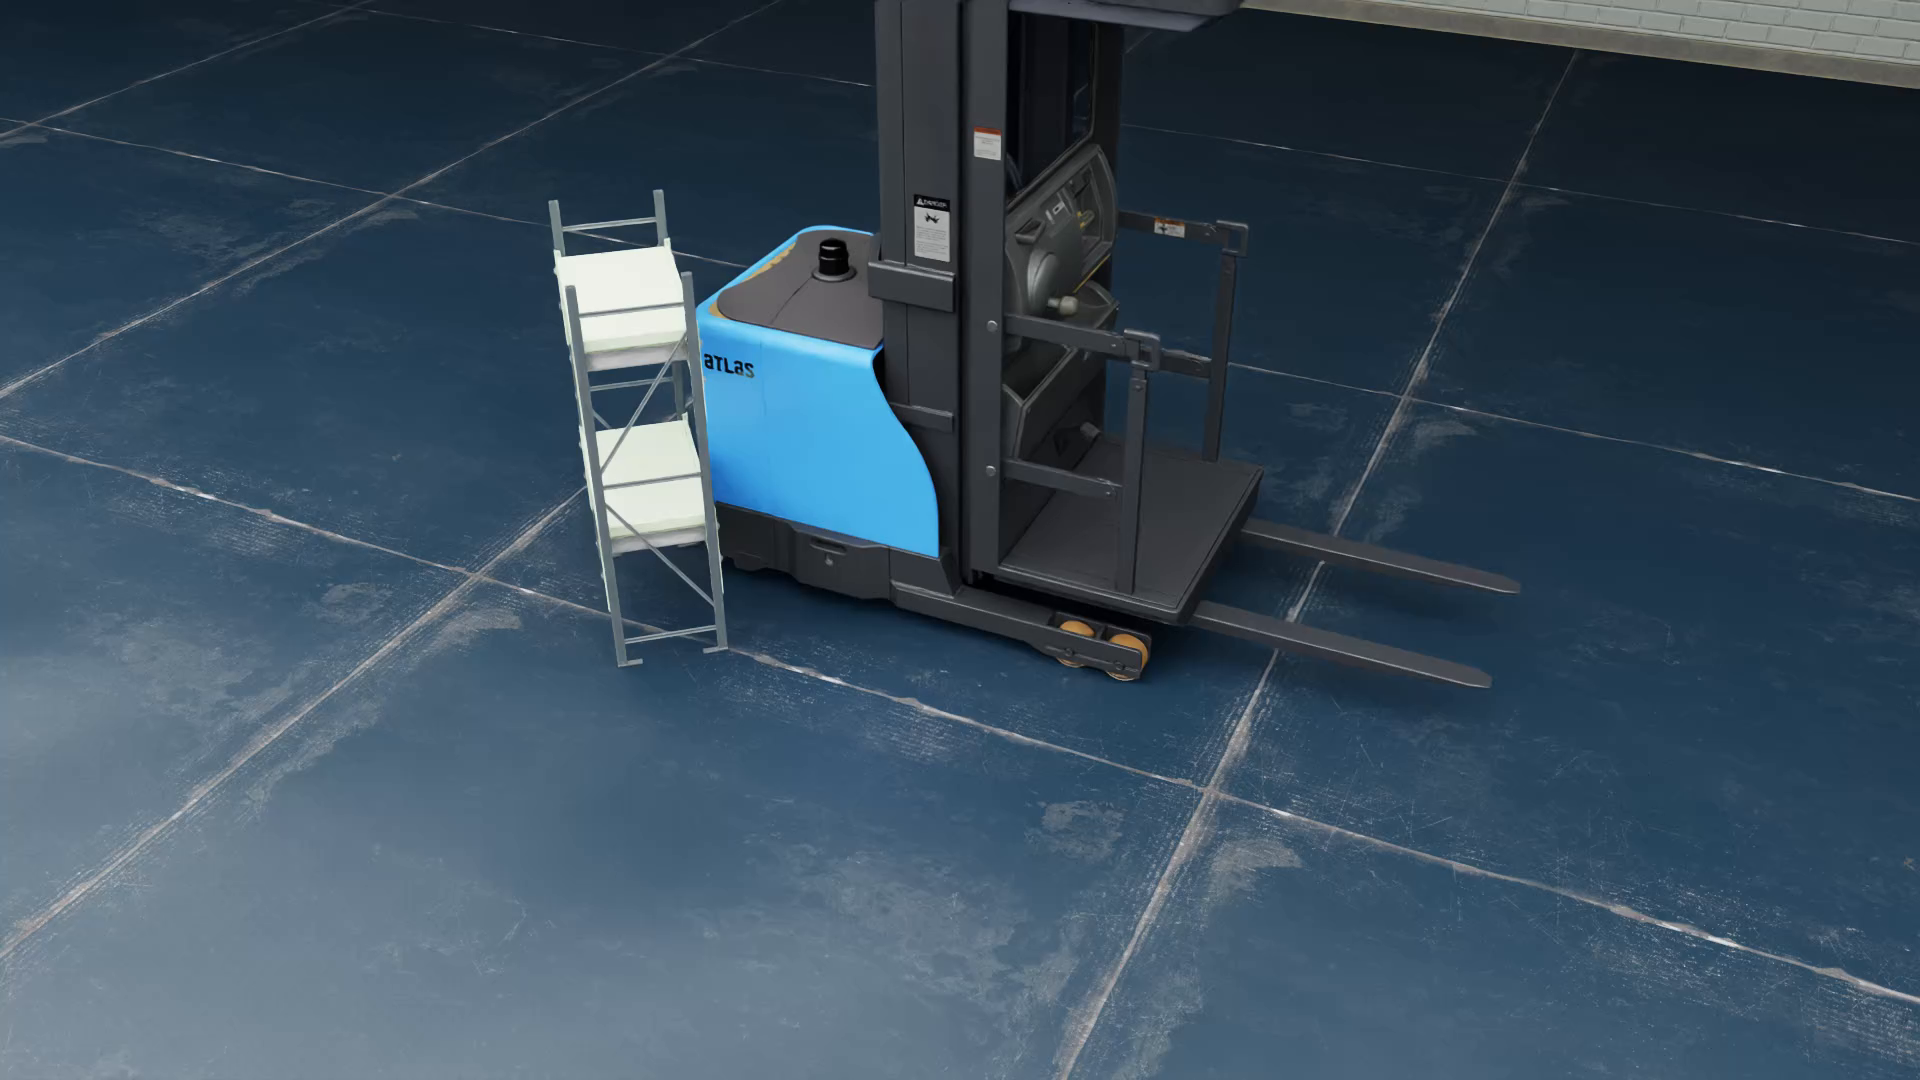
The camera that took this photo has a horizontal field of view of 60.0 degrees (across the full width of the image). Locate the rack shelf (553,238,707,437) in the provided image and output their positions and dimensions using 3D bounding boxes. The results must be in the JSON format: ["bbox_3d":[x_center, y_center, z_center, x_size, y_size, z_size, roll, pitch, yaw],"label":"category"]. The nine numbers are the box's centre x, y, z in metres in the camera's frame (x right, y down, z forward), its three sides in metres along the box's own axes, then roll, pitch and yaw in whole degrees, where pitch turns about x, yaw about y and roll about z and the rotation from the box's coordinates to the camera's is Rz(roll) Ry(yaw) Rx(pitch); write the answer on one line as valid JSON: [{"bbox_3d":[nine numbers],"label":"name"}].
[{"bbox_3d":[-1.149,-0.717,5.765,0.431,0.370,0.720,-9,34,-13],"label":"rack shelf"}]

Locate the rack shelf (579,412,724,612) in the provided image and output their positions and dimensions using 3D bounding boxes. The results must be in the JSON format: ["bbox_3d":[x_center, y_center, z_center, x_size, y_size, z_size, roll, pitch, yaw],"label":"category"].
[{"bbox_3d":[-1.149,-0.118,6.157,0.431,0.370,0.720,-9,34,-13],"label":"rack shelf"}]

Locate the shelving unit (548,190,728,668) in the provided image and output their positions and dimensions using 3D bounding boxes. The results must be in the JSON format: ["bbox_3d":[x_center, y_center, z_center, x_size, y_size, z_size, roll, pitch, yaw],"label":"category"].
[{"bbox_3d":[-1.149,-0.391,5.979,0.431,1.500,0.755,-9,34,-13],"label":"shelving unit"}]

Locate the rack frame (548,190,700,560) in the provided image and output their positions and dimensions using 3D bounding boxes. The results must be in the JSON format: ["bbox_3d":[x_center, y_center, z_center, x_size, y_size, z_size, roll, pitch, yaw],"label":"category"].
[{"bbox_3d":[-1.248,-0.584,6.273,0.400,1.500,0.023,-9,34,-13],"label":"rack frame"}]

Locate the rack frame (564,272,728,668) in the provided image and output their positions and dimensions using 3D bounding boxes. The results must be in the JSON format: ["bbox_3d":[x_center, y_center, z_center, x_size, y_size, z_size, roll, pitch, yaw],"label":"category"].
[{"bbox_3d":[-1.051,-0.198,5.684,0.400,1.500,0.023,-9,34,-13],"label":"rack frame"}]

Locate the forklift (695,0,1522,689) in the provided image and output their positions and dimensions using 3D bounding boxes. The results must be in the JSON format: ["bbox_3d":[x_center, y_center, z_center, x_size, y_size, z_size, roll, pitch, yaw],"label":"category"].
[{"bbox_3d":[0.542,-1.052,5.682,3.031,2.935,1.130,14,36,20],"label":"forklift"}]
